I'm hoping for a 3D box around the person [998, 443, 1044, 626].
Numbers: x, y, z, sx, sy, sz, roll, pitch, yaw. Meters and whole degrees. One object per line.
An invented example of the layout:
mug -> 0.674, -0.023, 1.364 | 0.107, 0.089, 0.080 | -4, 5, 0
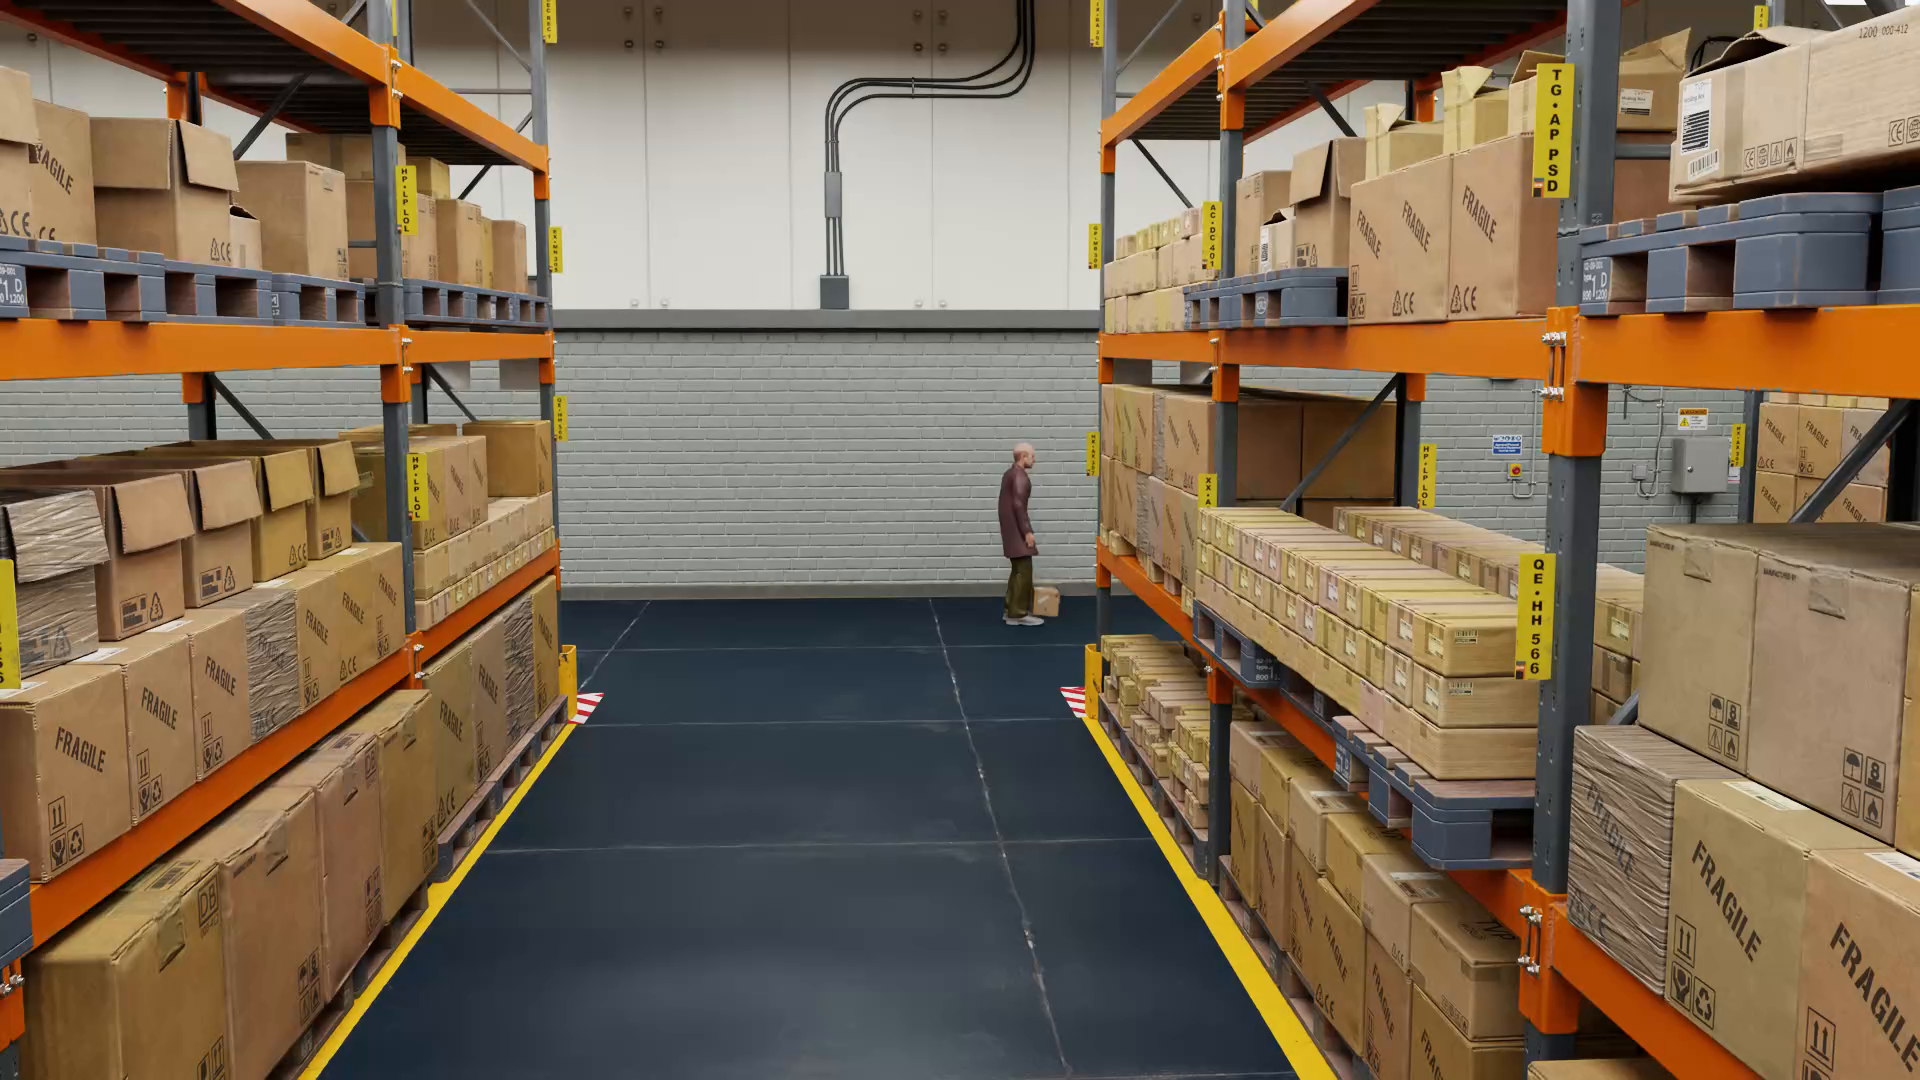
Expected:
person -> 0.590, -0.067, 16.368 | 0.426, 1.774, 0.612 | -1, 7, -6
